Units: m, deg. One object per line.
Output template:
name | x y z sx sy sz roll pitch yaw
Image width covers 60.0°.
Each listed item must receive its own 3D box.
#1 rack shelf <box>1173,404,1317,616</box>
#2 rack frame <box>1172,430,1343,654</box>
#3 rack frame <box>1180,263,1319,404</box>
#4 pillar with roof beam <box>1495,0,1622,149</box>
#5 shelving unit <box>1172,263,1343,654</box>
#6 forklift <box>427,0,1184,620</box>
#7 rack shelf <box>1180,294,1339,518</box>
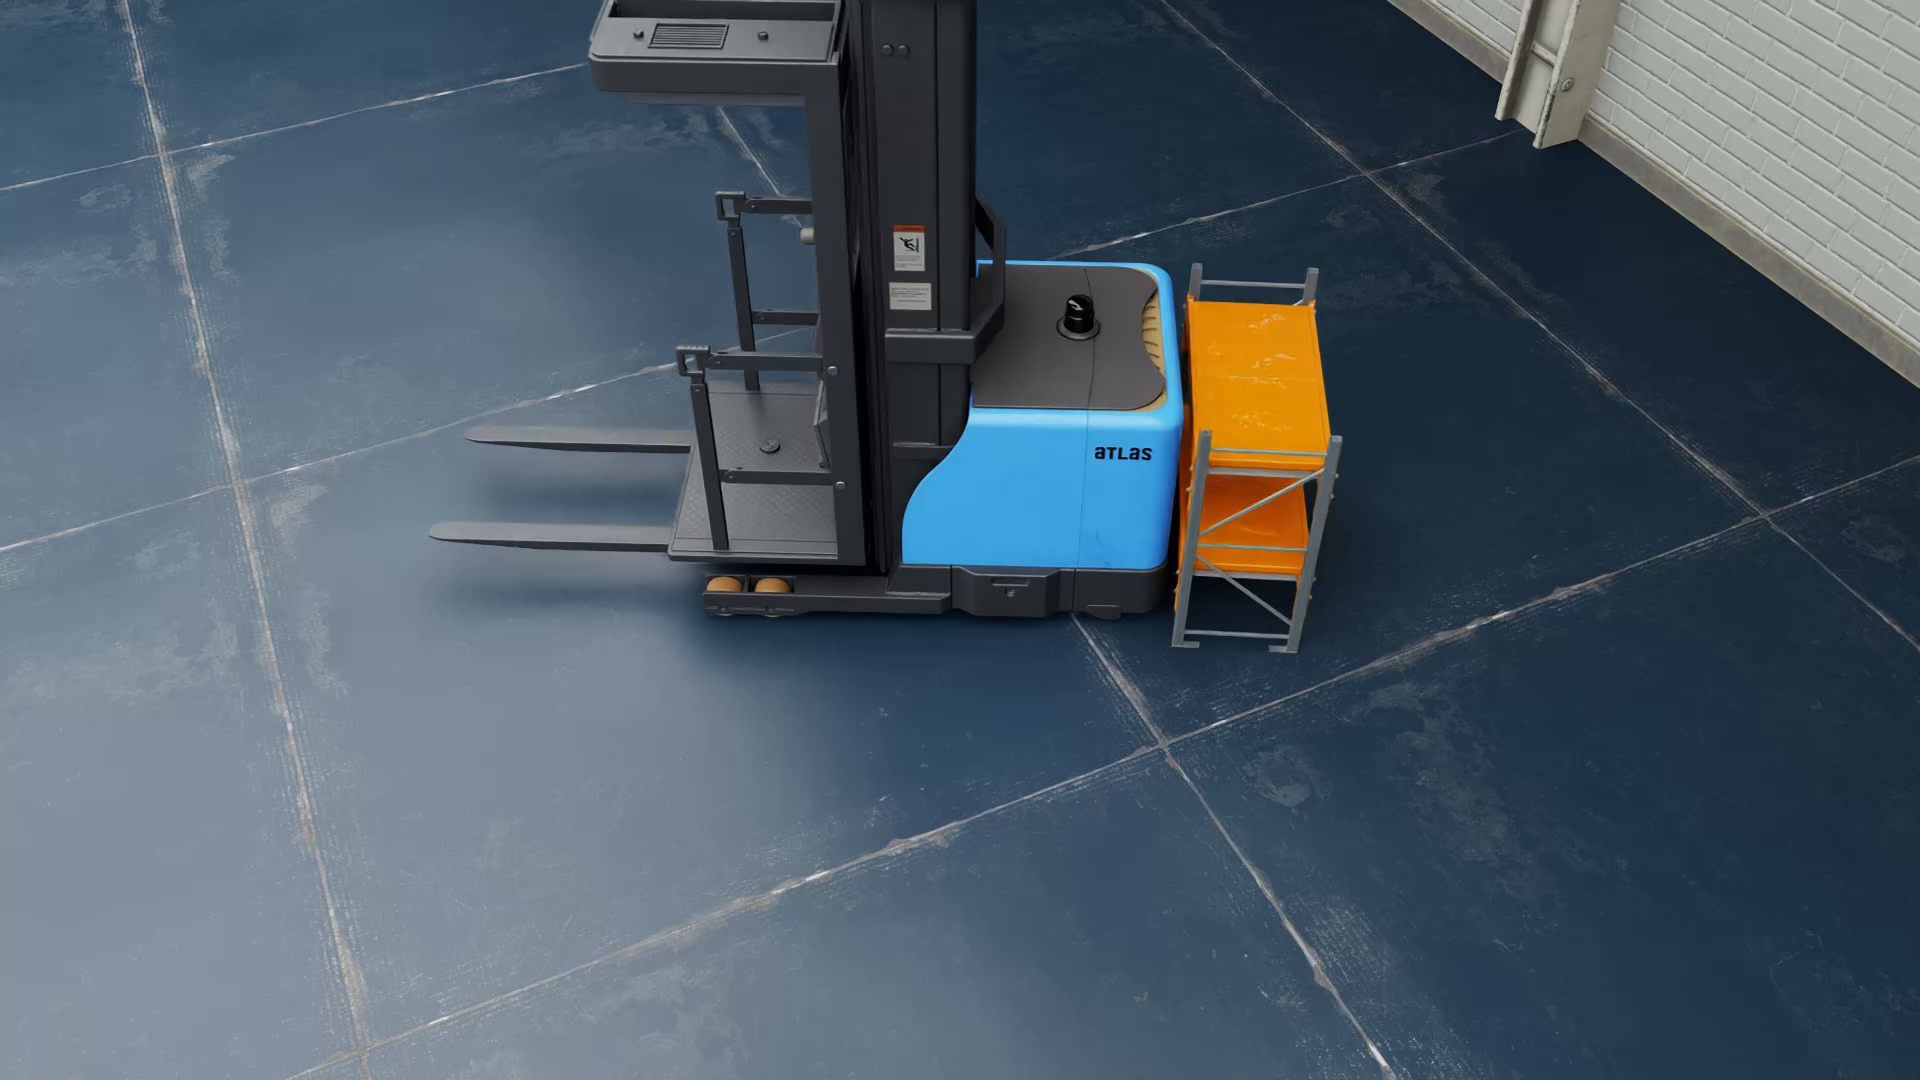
rack shelf | 1.138 -0.151 6.819 0.538 0.278 1.000 3 45 3
rack frame | 1.102 0.031 6.287 0.500 1.125 0.032 3 45 3
rack frame | 1.174 -0.681 7.008 0.500 1.125 0.032 3 45 3
pillar with roof beam | -0.600 -4.299 5.069 9.100 9.000 0.400 -18 47 -17
shelving unit | 1.138 -0.325 6.648 0.538 1.125 1.048 3 45 3
forklift | -0.661 -1.099 6.146 3.031 2.935 1.130 1 45 1
rack shelf | 1.138 -0.534 6.442 0.538 0.278 1.000 3 45 3
